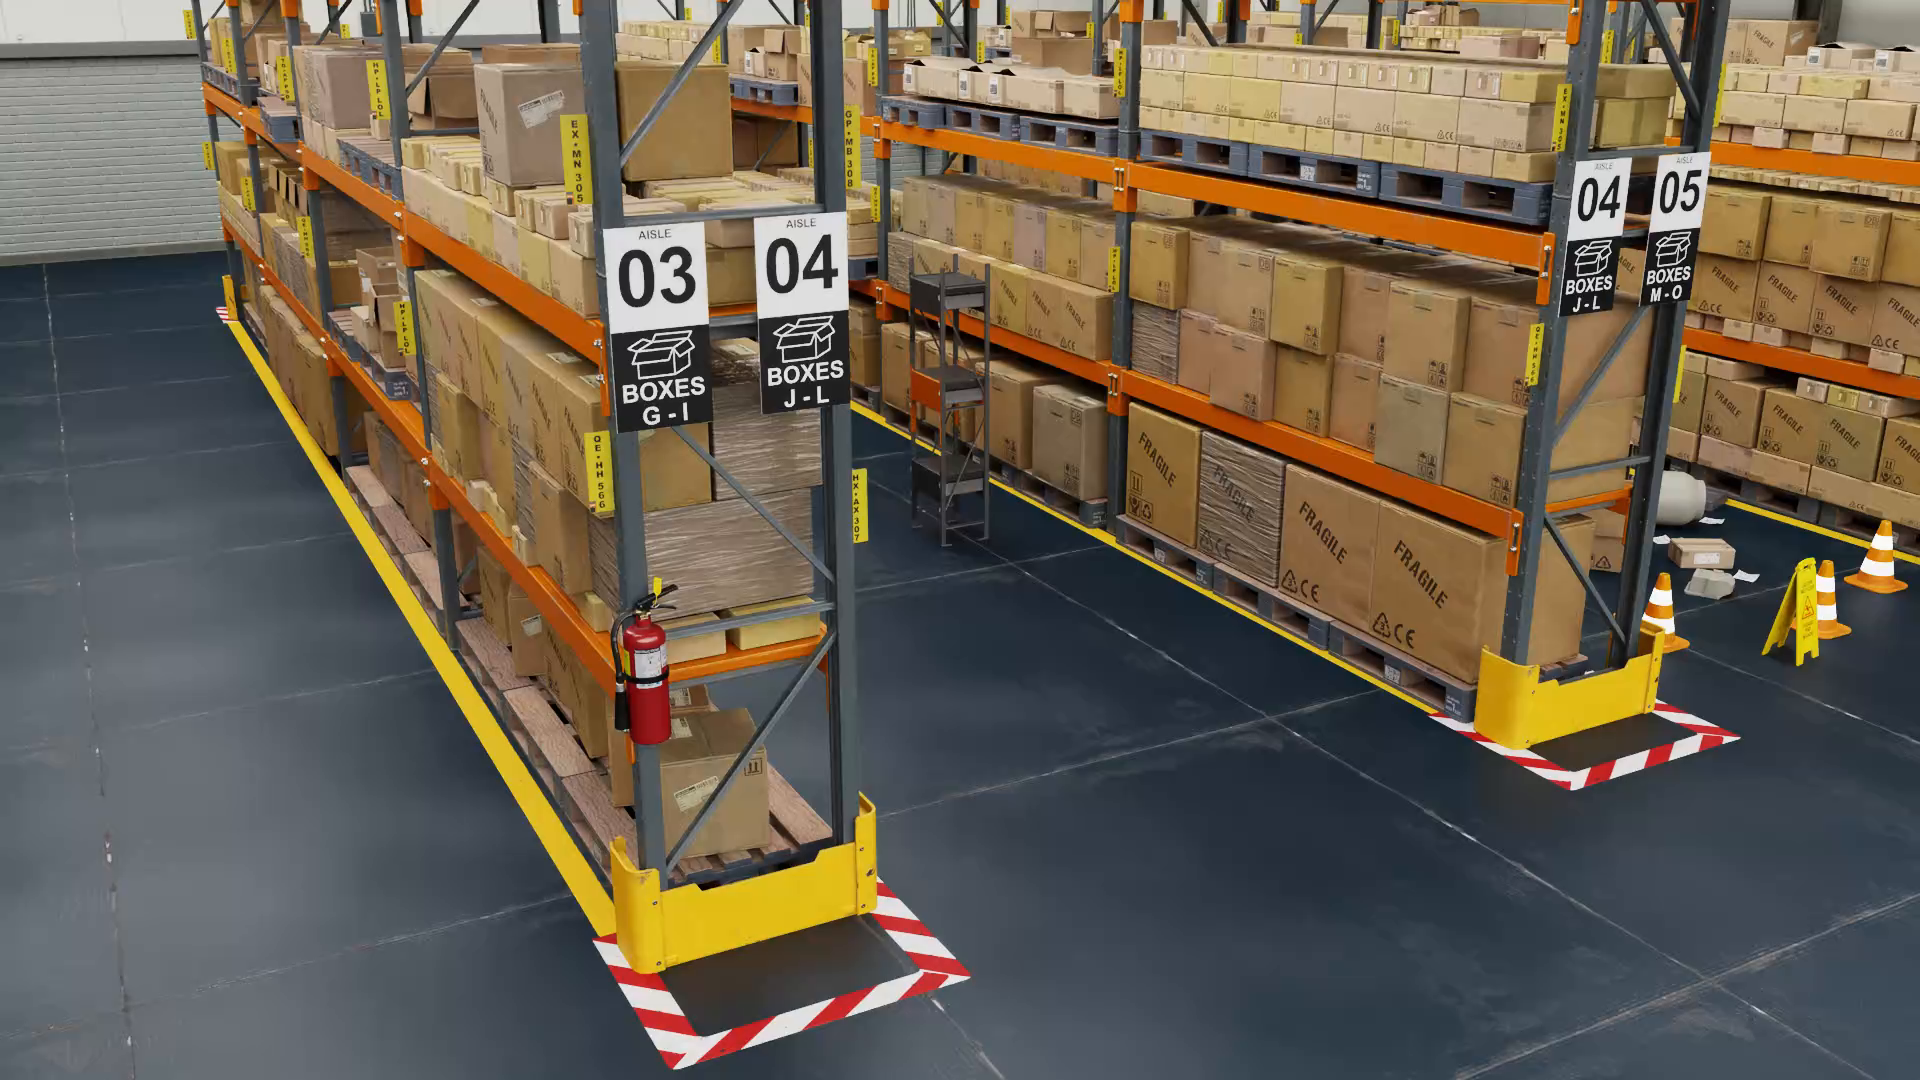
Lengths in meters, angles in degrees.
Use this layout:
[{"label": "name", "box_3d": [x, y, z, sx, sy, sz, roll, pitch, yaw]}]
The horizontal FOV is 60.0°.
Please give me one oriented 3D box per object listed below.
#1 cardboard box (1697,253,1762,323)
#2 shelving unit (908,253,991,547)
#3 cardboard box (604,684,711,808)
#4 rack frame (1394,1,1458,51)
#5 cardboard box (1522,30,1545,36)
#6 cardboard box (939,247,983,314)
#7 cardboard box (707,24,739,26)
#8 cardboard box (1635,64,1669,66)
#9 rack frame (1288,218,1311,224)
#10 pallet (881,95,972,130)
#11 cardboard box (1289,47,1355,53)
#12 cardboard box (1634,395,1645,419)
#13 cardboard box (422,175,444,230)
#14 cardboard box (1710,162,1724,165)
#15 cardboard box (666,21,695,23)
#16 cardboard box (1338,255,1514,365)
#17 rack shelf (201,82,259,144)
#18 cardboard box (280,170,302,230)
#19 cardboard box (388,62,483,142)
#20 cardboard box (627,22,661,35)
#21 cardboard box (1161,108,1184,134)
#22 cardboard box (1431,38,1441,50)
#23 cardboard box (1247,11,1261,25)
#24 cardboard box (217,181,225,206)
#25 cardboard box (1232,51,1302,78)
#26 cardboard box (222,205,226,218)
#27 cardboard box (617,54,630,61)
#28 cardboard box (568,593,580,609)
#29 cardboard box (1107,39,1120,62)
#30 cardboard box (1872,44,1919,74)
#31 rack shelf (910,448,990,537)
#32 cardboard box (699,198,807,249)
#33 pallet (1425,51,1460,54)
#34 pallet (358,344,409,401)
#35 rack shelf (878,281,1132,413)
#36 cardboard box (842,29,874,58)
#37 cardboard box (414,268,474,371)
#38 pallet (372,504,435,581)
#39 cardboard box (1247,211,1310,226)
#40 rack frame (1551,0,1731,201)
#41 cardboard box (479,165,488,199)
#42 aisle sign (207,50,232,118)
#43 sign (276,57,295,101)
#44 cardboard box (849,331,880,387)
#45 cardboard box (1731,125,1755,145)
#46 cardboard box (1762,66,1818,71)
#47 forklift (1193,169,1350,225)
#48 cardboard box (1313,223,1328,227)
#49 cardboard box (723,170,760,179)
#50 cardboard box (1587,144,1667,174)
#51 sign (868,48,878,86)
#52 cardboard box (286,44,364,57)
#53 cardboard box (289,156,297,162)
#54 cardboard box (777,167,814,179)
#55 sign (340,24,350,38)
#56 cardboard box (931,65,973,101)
[{"label": "cardboard box", "box_3d": [6.351, -2.066, 13.410, 0.500, 0.500, 0.500, -10, 21, -27]}, {"label": "shelving unit", "box_3d": [-0.079, -1.040, 12.427, 0.431, 2.100, 0.503, -10, 21, -27]}, {"label": "cardboard box", "box_3d": [-1.517, 0.984, 8.369, 0.500, 0.500, 0.500, -4, 20, -12]}, {"label": "rack frame", "box_3d": [6.469, -8.236, 22.705, 1.000, 3.000, 0.127, -10, 21, -27]}, {"label": "cardboard box", "box_3d": [7.329, -6.354, 21.010, 0.380, 0.149, 0.250, -10, 21, -26]}, {"label": "cardboard box", "box_3d": [0.152, -2.273, 14.466, 0.500, 0.500, 0.500, -10, 21, -27]}, {"label": "cardboard box", "box_3d": [-2.849, -6.185, 20.212, 0.380, 0.149, 0.250, -11, 22, -28]}, {"label": "cardboard box", "box_3d": [5.764, -3.869, 13.810, 0.380, 0.149, 0.250, -10, 22, -28]}, {"label": "rack frame", "box_3d": [4.002, -3.482, 18.124, 1.000, 3.000, 0.127, -10, 21, -27]}, {"label": "pallet", "box_3d": [0.046, -3.838, 14.848, 1.213, 0.211, 1.003, -9, 21, -24]}, {"label": "cardboard box", "box_3d": [2.404, -3.188, 11.039, 0.380, 0.149, 0.250, -10, 21, -26]}, {"label": "cardboard box", "box_3d": [5.944, -1.376, 14.442, 0.500, 0.500, 0.500, -9, 21, -24]}, {"label": "cardboard box", "box_3d": [-2.576, -1.826, 8.956, 0.500, 0.250, 0.500, -10, 22, -27]}, {"label": "cardboard box", "box_3d": [8.993, -4.402, 19.643, 0.380, 0.149, 0.250, -10, 21, -27]}, {"label": "cardboard box", "box_3d": [-3.536, -6.545, 21.255, 0.380, 0.149, 0.250, -11, 22, -28]}, {"label": "cardboard box", "box_3d": [2.861, -1.409, 10.231, 0.875, 0.550, 0.550, -10, 21, -27]}, {"label": "rack shelf", "box_3d": [-7.569, -4.747, 18.295, 1.077, 0.370, 4.000, -10, 21, -27]}, {"label": "cardboard box", "box_3d": [-5.993, -3.236, 15.720, 0.797, 0.503, 0.637, -10, 21, -26]}, {"label": "cardboard box", "box_3d": [-3.404, -2.885, 10.992, 0.797, 0.503, 0.637, -9, 21, -24]}, {"label": "cardboard box", "box_3d": [-3.982, -6.461, 21.012, 0.380, 0.149, 0.250, -10, 21, -27]}, {"label": "cardboard box", "box_3d": [1.591, -2.852, 11.287, 0.380, 0.149, 0.250, -10, 21, -26]}, {"label": "cardboard box", "box_3d": [6.560, -6.661, 22.325, 0.380, 0.149, 0.250, -10, 21, -26]}, {"label": "cardboard box", "box_3d": [4.559, -8.106, 25.934, 0.500, 0.250, 0.500, -10, 22, -27]}, {"label": "cardboard box", "box_3d": [-8.528, -4.134, 19.787, 0.500, 0.250, 0.500, -11, 22, -28]}, {"label": "cardboard box", "box_3d": [1.952, -3.011, 10.525, 0.380, 0.149, 0.250, -10, 21, -26]}, {"label": "cardboard box", "box_3d": [-8.517, -3.899, 19.716, 0.380, 0.149, 0.250, -10, 22, -27]}, {"label": "cardboard box", "box_3d": [-4.117, -6.162, 21.520, 0.500, 0.250, 0.500, -9, 21, -25]}, {"label": "cardboard box", "box_3d": [-1.625, 0.208, 7.814, 0.380, 0.149, 0.250, -10, 21, -27]}, {"label": "cardboard box", "box_3d": [2.032, -5.986, 20.343, 0.396, 0.266, 0.258, -10, 22, -27]}, {"label": "cardboard box", "box_3d": [9.710, -4.895, 16.961, 0.500, 0.311, 0.500, -11, 22, -28]}, {"label": "rack shelf", "box_3d": [-0.079, -0.365, 12.659, 0.431, 0.518, 0.480, -10, 21, -27]}, {"label": "cardboard box", "box_3d": [-0.848, -1.301, 6.823, 0.380, 0.149, 0.250, -10, 21, -27]}, {"label": "pallet", "box_3d": [6.717, -6.531, 22.650, 1.213, 0.211, 1.003, -10, 21, -27]}, {"label": "pallet", "box_3d": [-3.744, -1.295, 12.079, 1.003, 0.211, 1.213, -10, 21, -27]}, {"label": "rack shelf", "box_3d": [0.643, -1.772, 14.272, 1.077, 0.370, 4.000, -10, 21, -27]}, {"label": "cardboard box", "box_3d": [-0.984, -4.734, 15.828, 0.396, 0.266, 0.258, -10, 21, -27]}, {"label": "cardboard box", "box_3d": [-2.830, -1.291, 9.632, 0.500, 0.500, 0.500, -10, 21, -27]}, {"label": "pallet", "box_3d": [-3.775, -0.055, 12.466, 1.003, 0.211, 1.213, -10, 21, -27]}, {"label": "cardboard box", "box_3d": [3.533, -3.516, 18.453, 0.500, 0.250, 0.500, -11, 22, -29]}, {"label": "rack frame", "box_3d": [3.492, -3.226, 8.184, 1.000, 3.000, 0.127, -10, 21, -27]}, {"label": "cardboard box", "box_3d": [-2.132, -1.756, 8.143, 0.380, 0.149, 0.250, -9, 21, -25]}, {"label": "aisle sign", "box_3d": [-8.817, -5.447, 19.832, 0.394, 0.787, 0.004, -10, 21, -27]}, {"label": "sign", "box_3d": [-5.212, -3.563, 12.847, 0.100, 0.325, 0.005, -10, 21, -27]}, {"label": "cardboard box", "box_3d": [-0.849, -1.852, 16.588, 0.500, 0.500, 0.500, -10, 21, -27]}, {"label": "cardboard box", "box_3d": [6.324, -3.211, 13.126, 0.380, 0.149, 0.250, -11, 22, -28]}, {"label": "cardboard box", "box_3d": [6.718, -3.747, 13.457, 0.380, 0.149, 0.250, -9, 21, -25]}, {"label": "forklift", "box_3d": [2.909, -2.484, 15.336, 1.130, 2.935, 3.031, -12, 22, -31]}, {"label": "cardboard box", "box_3d": [3.992, -3.440, 17.743, 0.380, 0.149, 0.250, -11, 22, -30]}, {"label": "cardboard box", "box_3d": [-2.424, -4.011, 18.487, 0.380, 0.149, 0.250, -9, 21, -24]}, {"label": "cardboard box", "box_3d": [3.612, -2.083, 9.059, 0.380, 0.149, 0.250, -10, 21, -26]}, {"label": "sign", "box_3d": [-0.785, -4.265, 15.003, 0.100, 0.325, 0.005, -10, 21, -27]}, {"label": "cardboard box", "box_3d": [-5.073, -3.776, 13.576, 0.797, 0.503, 0.637, -9, 21, -23]}, {"label": "cardboard box", "box_3d": [-6.849, -3.839, 17.783, 0.500, 0.500, 0.500, -10, 21, -27]}, {"label": "cardboard box", "box_3d": [-1.844, -4.111, 18.775, 0.380, 0.149, 0.250, -9, 21, -24]}, {"label": "sign", "box_3d": [-6.146, -4.993, 16.630, 0.100, 0.325, 0.005, -10, 21, -27]}, {"label": "cardboard box", "box_3d": [0.081, -3.894, 14.151, 0.500, 0.250, 0.500, -9, 21, -25]}]
